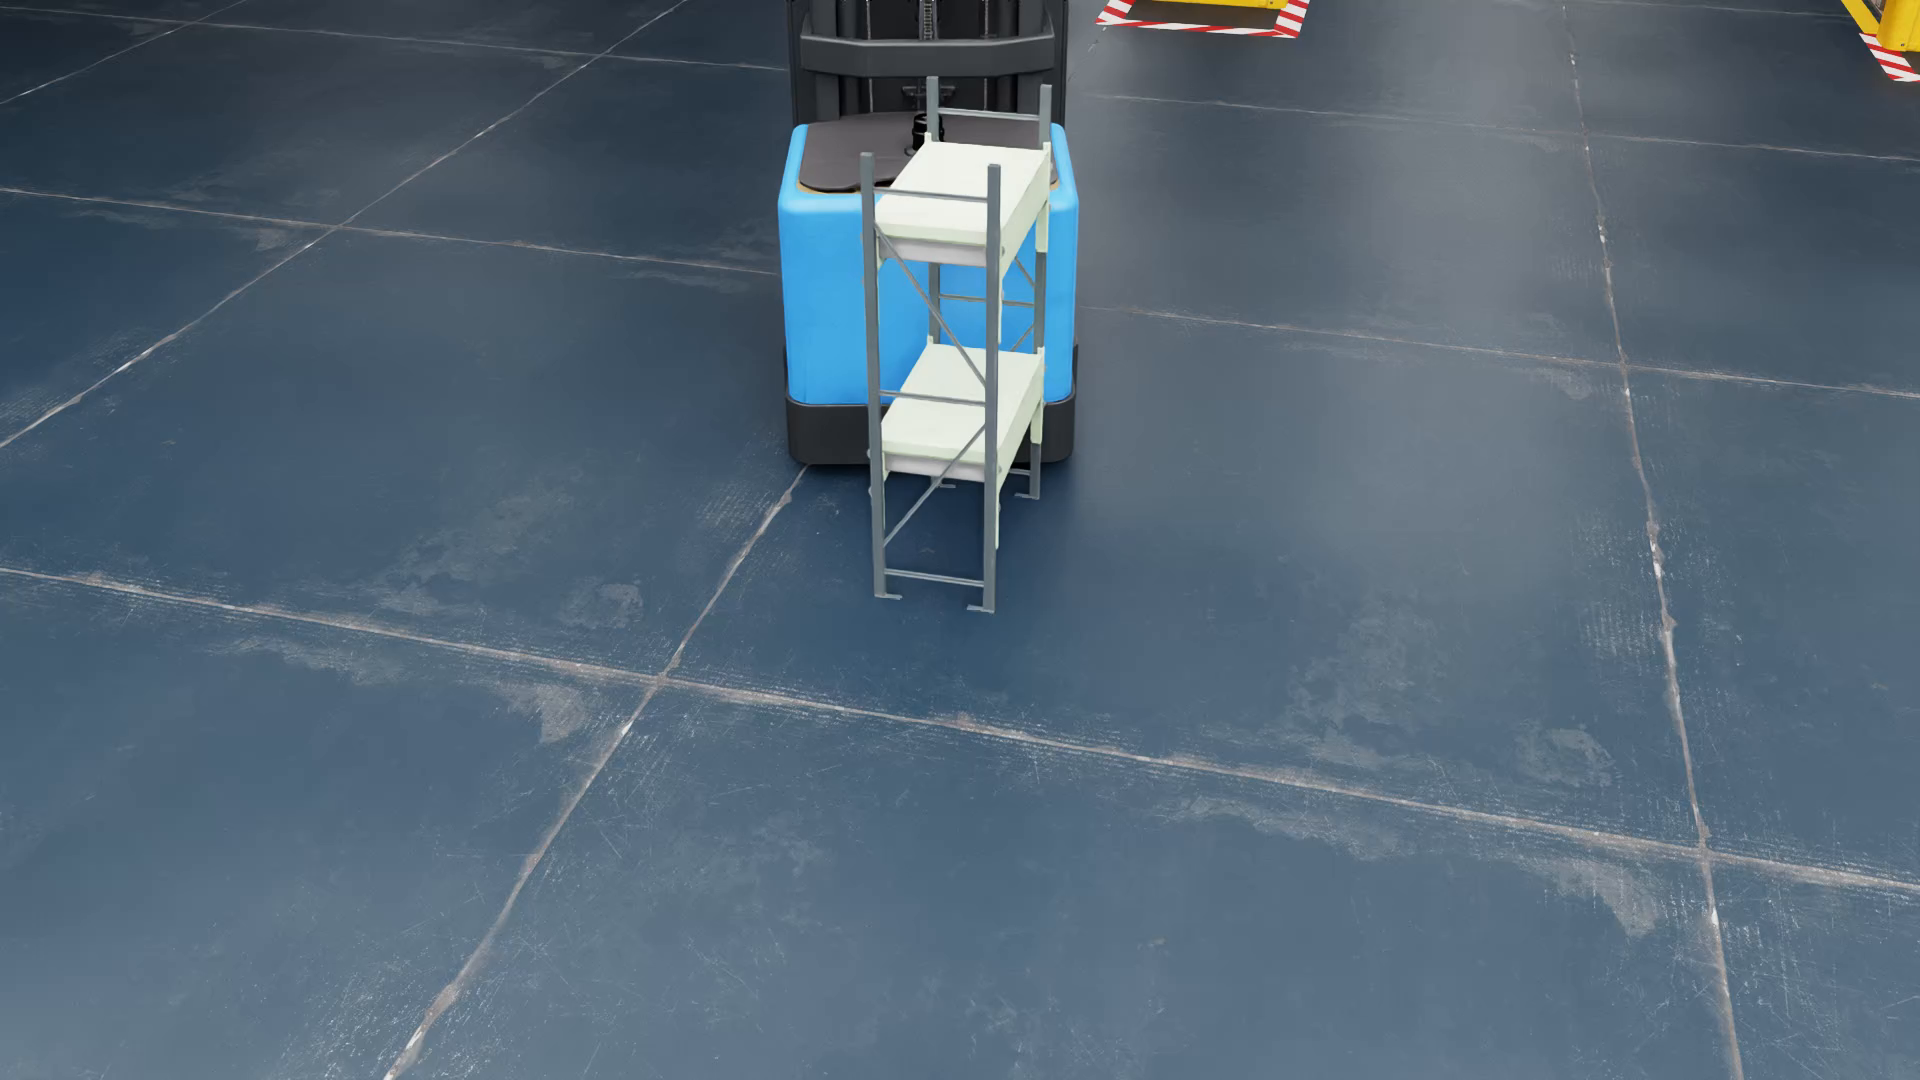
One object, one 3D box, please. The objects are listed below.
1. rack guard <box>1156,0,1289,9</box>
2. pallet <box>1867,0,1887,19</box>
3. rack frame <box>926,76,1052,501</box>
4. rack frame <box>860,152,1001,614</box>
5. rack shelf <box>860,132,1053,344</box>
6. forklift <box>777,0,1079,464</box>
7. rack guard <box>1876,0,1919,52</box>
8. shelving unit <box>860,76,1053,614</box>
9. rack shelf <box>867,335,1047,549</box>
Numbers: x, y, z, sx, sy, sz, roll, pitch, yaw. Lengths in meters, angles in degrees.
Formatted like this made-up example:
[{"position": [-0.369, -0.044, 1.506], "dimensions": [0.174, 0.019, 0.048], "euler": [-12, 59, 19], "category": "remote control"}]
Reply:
[{"position": [1.733, -4.061, 11.672], "dimensions": [1.175, 0.500, 0.348], "euler": [8, 33, 12], "category": "rack guard"}, {"position": [6.809, -3.675, 11.334], "dimensions": [1.003, 0.211, 1.213], "euler": [8, 33, 12], "category": "pallet"}, {"position": [0.090, -0.805, 5.619], "dimensions": [0.400, 1.500, 0.023], "euler": [7, 33, 12], "category": "rack frame"}, {"position": [-0.083, -0.424, 5.019], "dimensions": [0.400, 1.500, 0.023], "euler": [7, 33, 12], "category": "rack frame"}, {"position": [0.003, -0.944, 5.109], "dimensions": [0.431, 0.370, 0.720], "euler": [7, 33, 12], "category": "rack shelf"}, {"position": [-0.128, -2.266, 6.583], "dimensions": [1.130, 2.935, 3.031], "euler": [0, 32, -1], "category": "forklift"}, {"position": [6.569, -3.380, 10.601], "dimensions": [1.175, 0.500, 0.348], "euler": [8, 33, 12], "category": "rack guard"}, {"position": [0.003, -0.615, 5.319], "dimensions": [0.431, 1.500, 0.755], "euler": [7, 33, 12], "category": "shelving unit"}, {"position": [0.003, -0.339, 5.494], "dimensions": [0.431, 0.370, 0.720], "euler": [7, 33, 12], "category": "rack shelf"}]
